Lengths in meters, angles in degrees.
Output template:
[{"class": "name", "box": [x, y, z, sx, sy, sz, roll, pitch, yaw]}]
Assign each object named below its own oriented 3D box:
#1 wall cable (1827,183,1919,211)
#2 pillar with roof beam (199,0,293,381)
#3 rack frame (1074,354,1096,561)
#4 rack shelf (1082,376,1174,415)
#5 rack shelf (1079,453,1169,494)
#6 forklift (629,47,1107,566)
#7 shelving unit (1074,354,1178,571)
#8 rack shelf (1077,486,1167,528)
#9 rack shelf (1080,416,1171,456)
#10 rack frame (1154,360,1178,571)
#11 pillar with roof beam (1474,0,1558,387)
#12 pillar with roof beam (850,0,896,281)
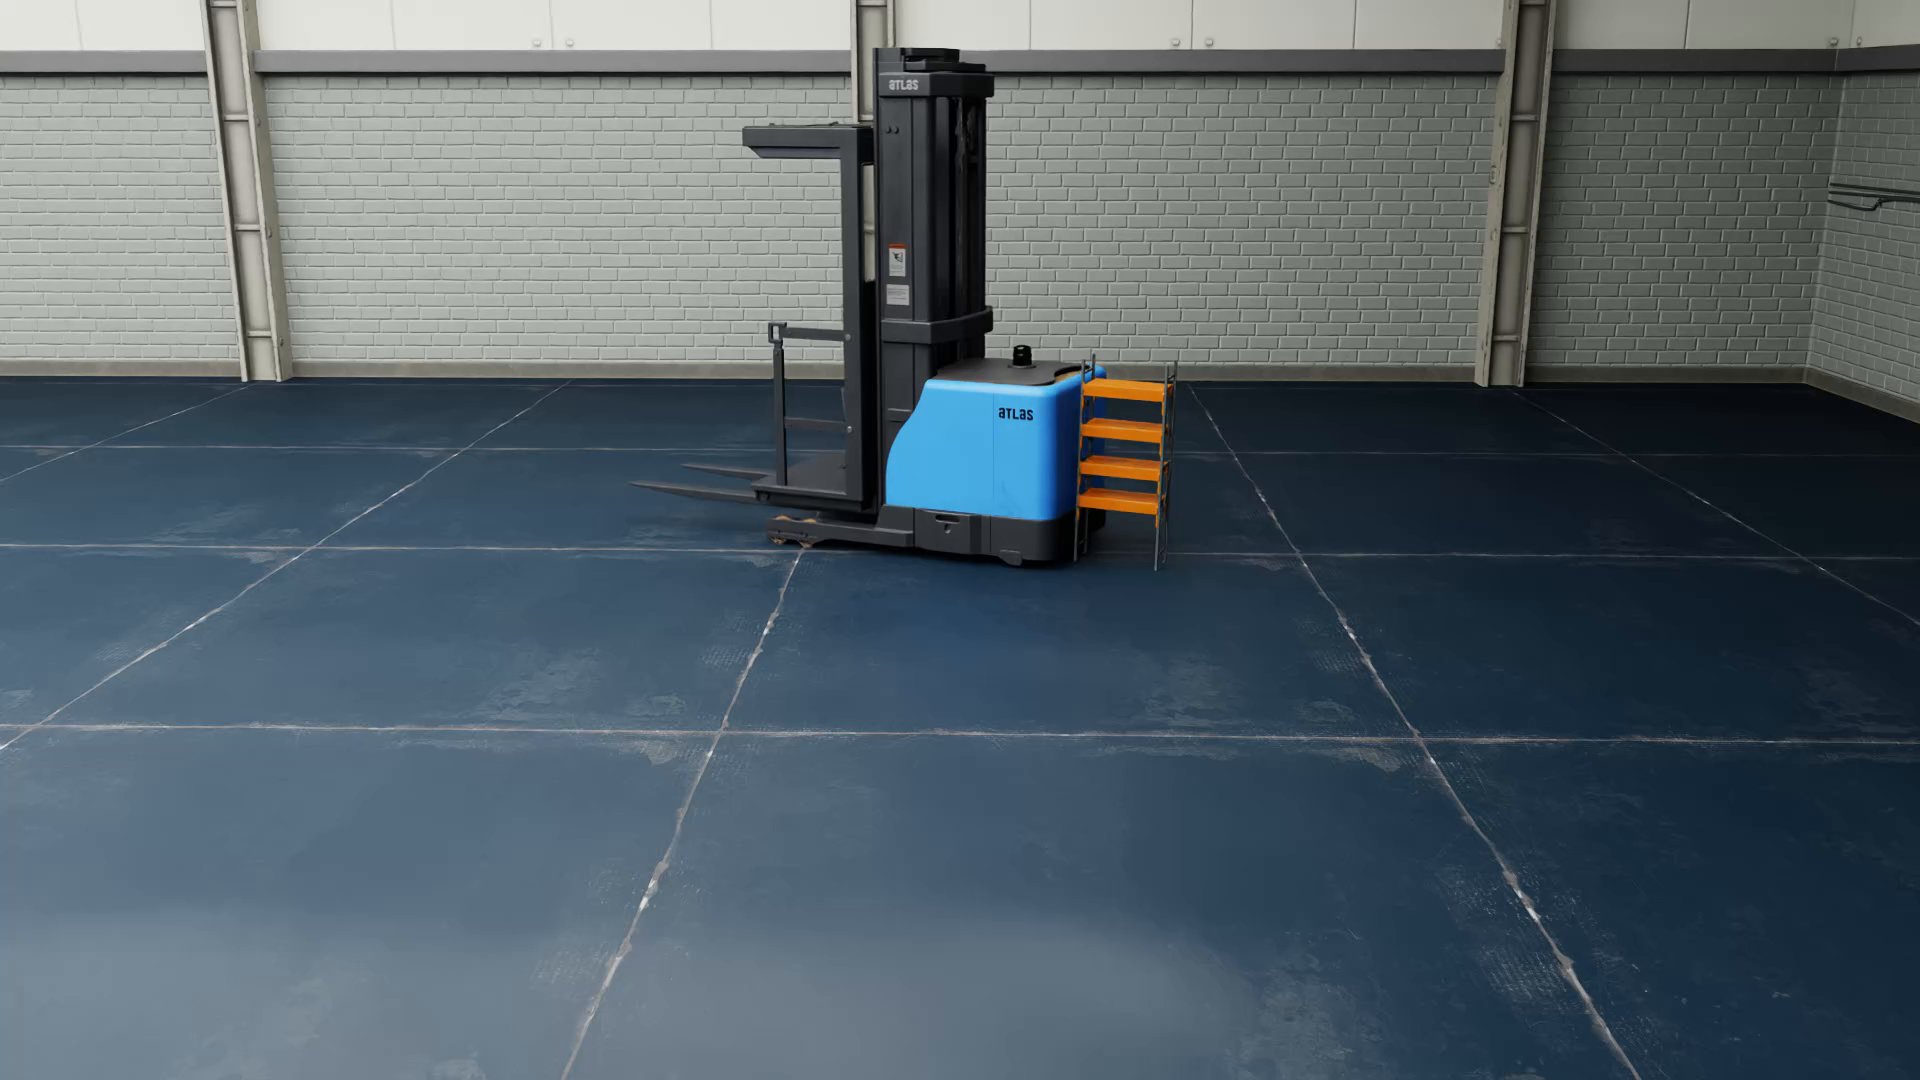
[{"class": "wall cable", "box": [8.109, -4.000, 13.946, 0.112, 2.526, 3.097, 0, 15, 1]}, {"class": "pillar with roof beam", "box": [-6.909, -4.838, 11.036, 0.400, 9.000, 9.100, 0, 15, 1]}, {"class": "rack frame", "box": [0.733, -0.482, 9.771, 0.015, 1.200, 0.240, 7, 16, 19]}, {"class": "rack shelf", "box": [0.970, -0.834, 9.588, 0.480, 0.148, 0.258, 7, 16, 19]}, {"class": "rack shelf", "box": [0.960, -0.390, 9.709, 0.480, 0.148, 0.258, 7, 16, 19]}, {"class": "forklift", "box": [-0.650, -1.495, 10.262, 3.031, 2.935, 1.130, 6, 16, 23]}, {"class": "shelving unit", "box": [0.961, -0.455, 9.691, 0.503, 1.200, 0.258, 7, 16, 19]}, {"class": "rack shelf", "box": [0.956, -0.199, 9.761, 0.480, 0.148, 0.258, 7, 16, 19]}, {"class": "rack shelf", "box": [0.965, -0.606, 9.650, 0.480, 0.148, 0.258, 7, 16, 19]}, {"class": "rack frame", "box": [1.190, -0.428, 9.611, 0.015, 1.200, 0.240, 7, 16, 19]}, {"class": "pillar with roof beam", "box": [5.087, -4.760, 10.740, 0.400, 9.000, 9.100, 0, 15, 1]}, {"class": "pillar with roof beam", "box": [-0.911, -4.799, 10.888, 0.400, 9.000, 9.100, 0, 15, 1]}]
